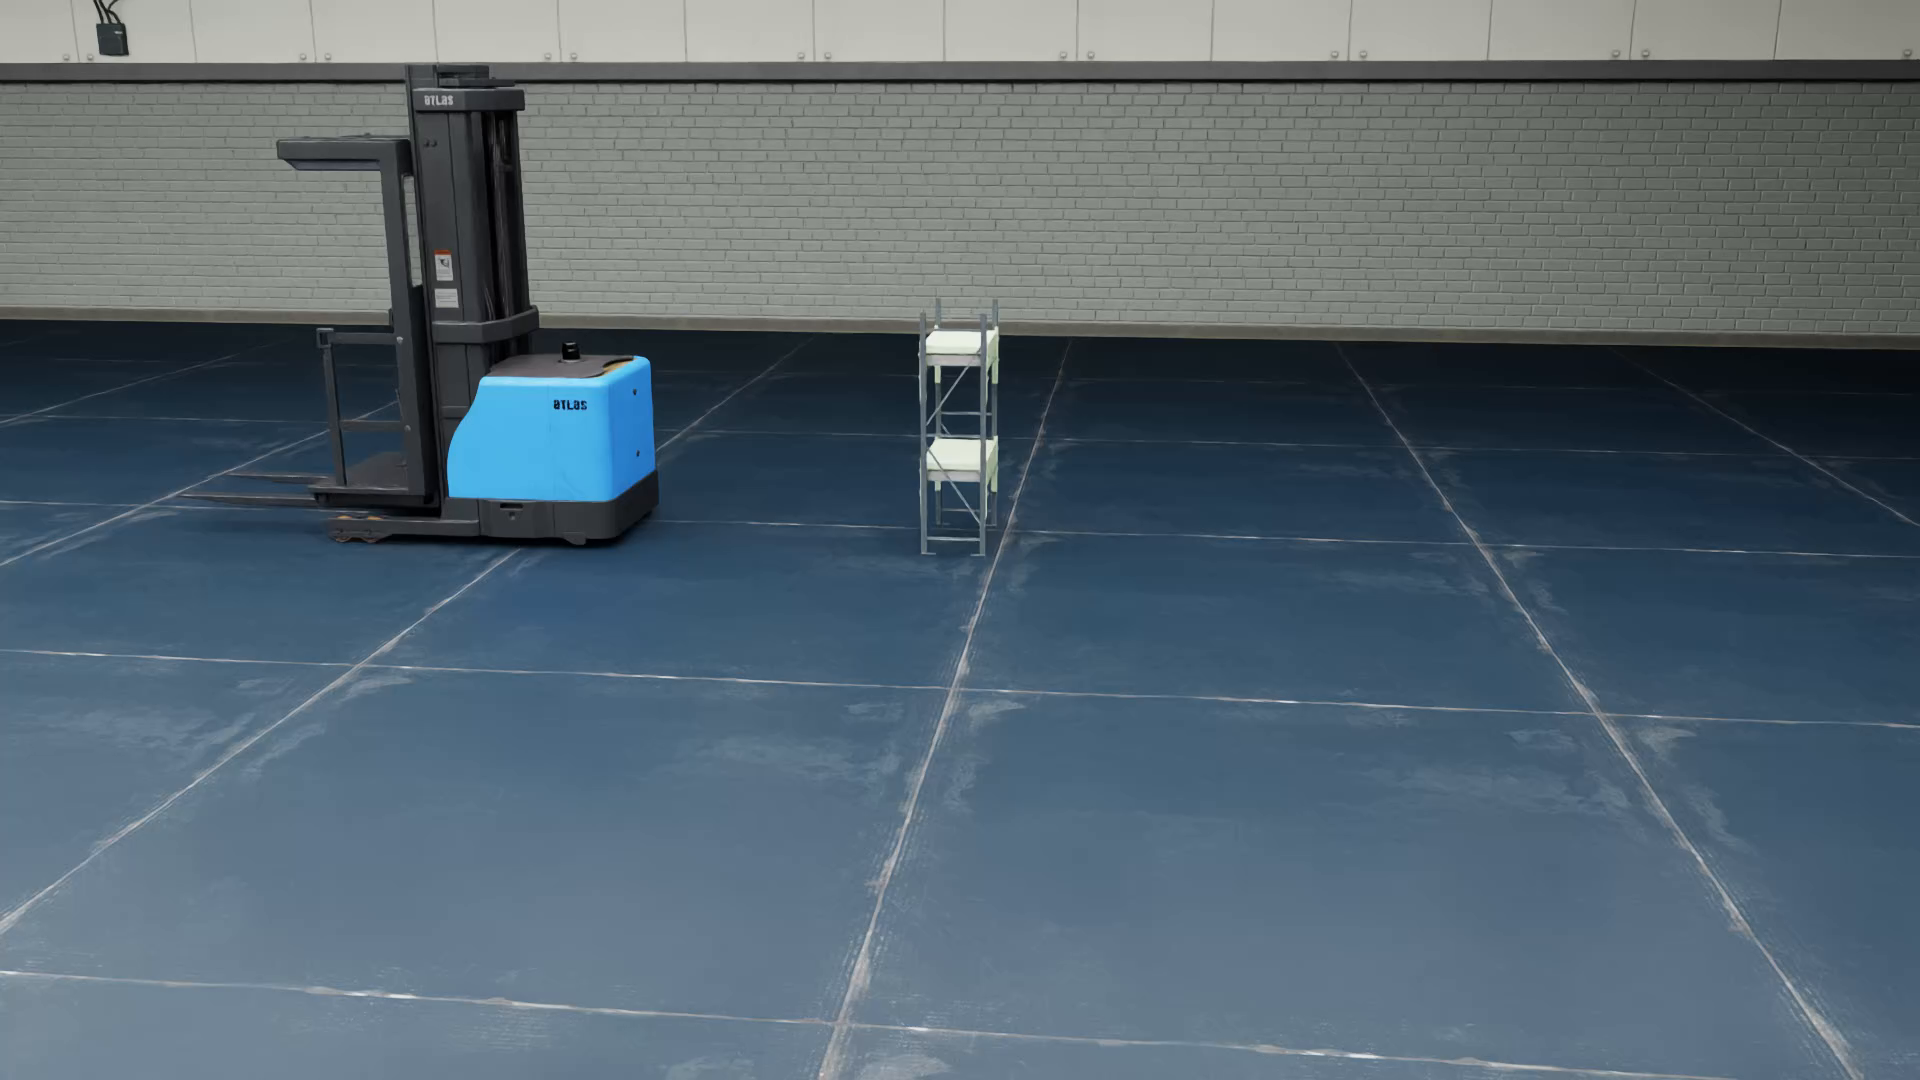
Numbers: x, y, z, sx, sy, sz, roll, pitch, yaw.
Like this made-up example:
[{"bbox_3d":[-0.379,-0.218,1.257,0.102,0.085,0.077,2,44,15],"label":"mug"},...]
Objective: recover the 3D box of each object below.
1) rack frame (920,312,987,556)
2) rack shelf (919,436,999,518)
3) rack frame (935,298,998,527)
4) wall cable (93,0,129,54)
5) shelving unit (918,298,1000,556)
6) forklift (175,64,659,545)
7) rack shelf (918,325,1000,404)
[{"bbox_3d":[-0.041,-0.631,10.122,0.400,1.500,0.023,2,15,6],"label":"rack frame"},{"bbox_3d":[0.001,-0.411,10.558,0.431,0.370,0.720,2,15,6],"label":"rack shelf"},{"bbox_3d":[0.042,-0.821,10.824,0.400,1.500,0.023,2,15,6],"label":"rack frame"},{"bbox_3d":[-9.123,-8.673,18.980,2.305,6.003,0.169,2,15,6],"label":"wall cable"},{"bbox_3d":[0.001,-0.726,10.473,0.431,1.500,0.755,2,15,6],"label":"shelving unit"},{"bbox_3d":[-3.603,-1.532,10.712,3.031,2.935,1.130,2,15,7],"label":"forklift"},{"bbox_3d":[0.001,-1.102,10.371,0.431,0.370,0.720,2,15,6],"label":"rack shelf"}]
